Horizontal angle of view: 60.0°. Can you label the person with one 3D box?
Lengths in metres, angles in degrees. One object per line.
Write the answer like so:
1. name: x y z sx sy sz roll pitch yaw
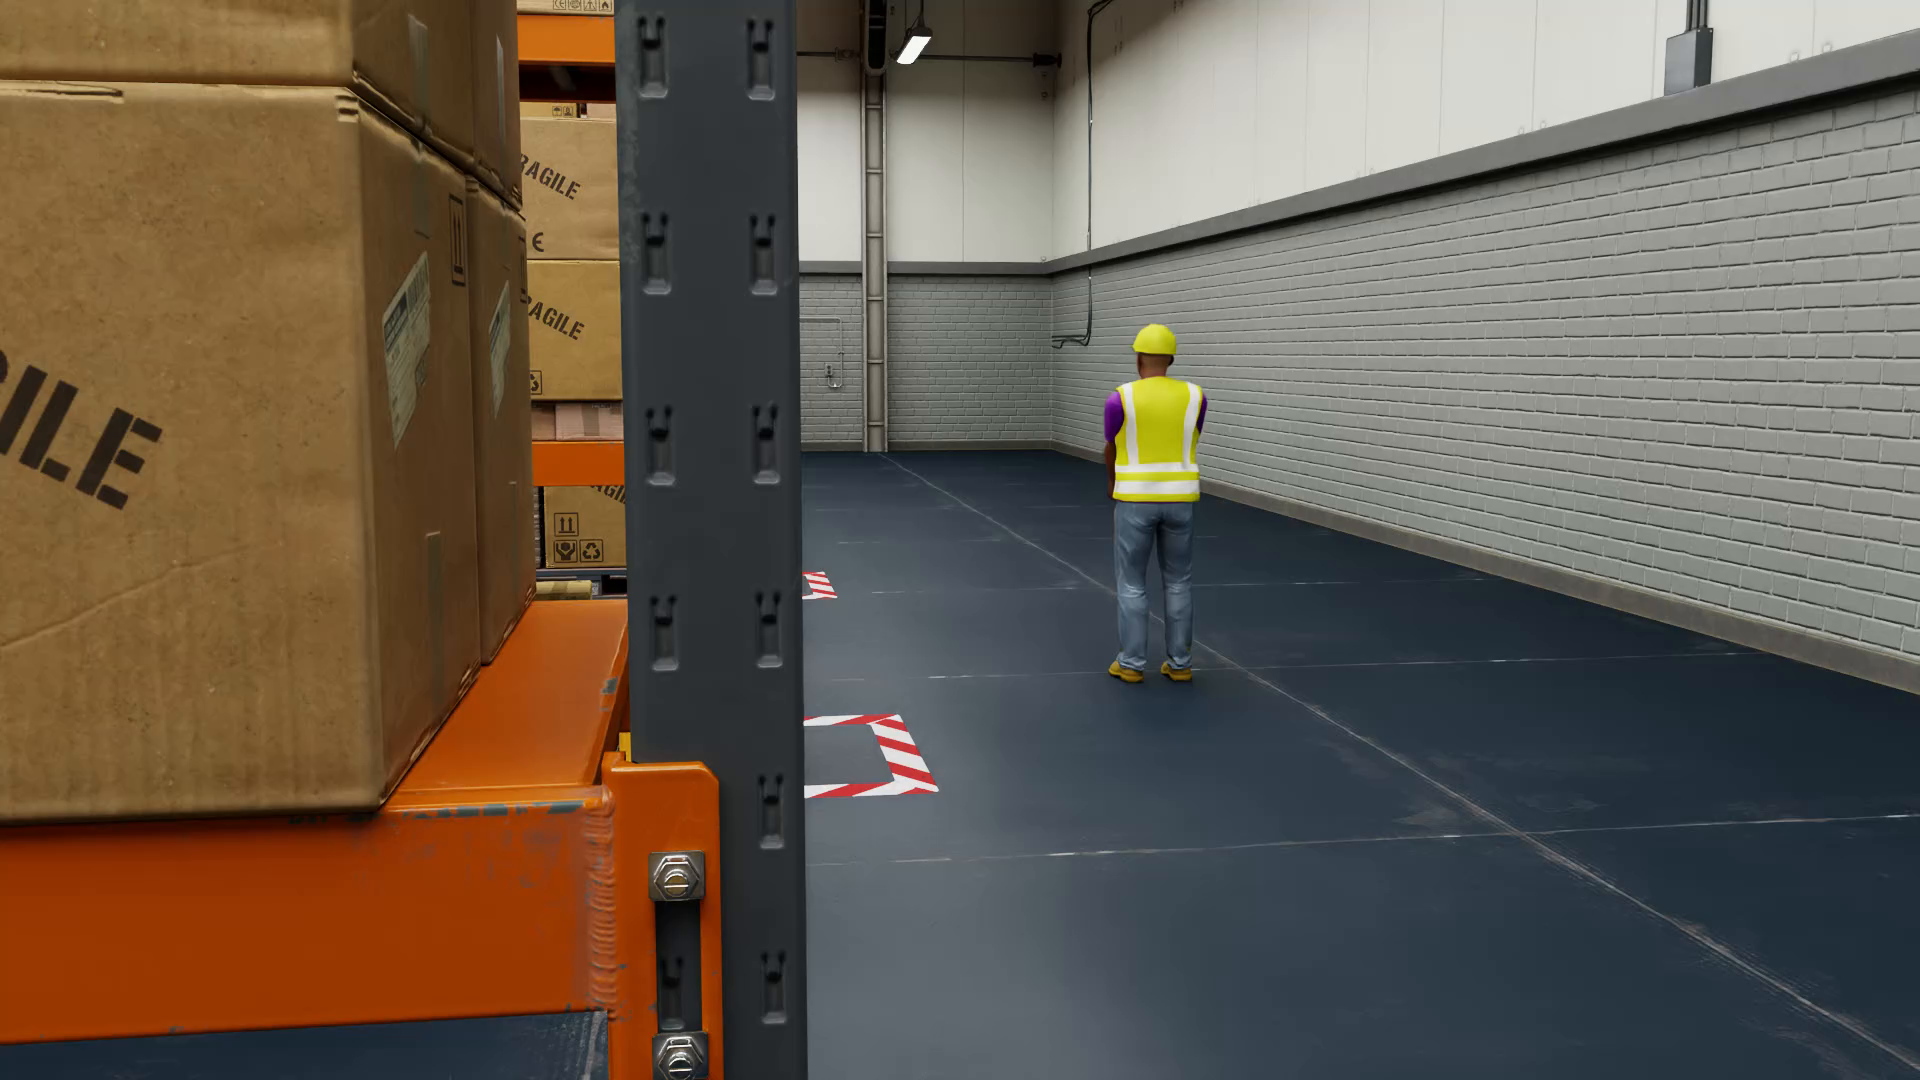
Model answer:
1. person: 0.940 -0.193 8.329 0.505 1.763 0.559 -1 7 -9
